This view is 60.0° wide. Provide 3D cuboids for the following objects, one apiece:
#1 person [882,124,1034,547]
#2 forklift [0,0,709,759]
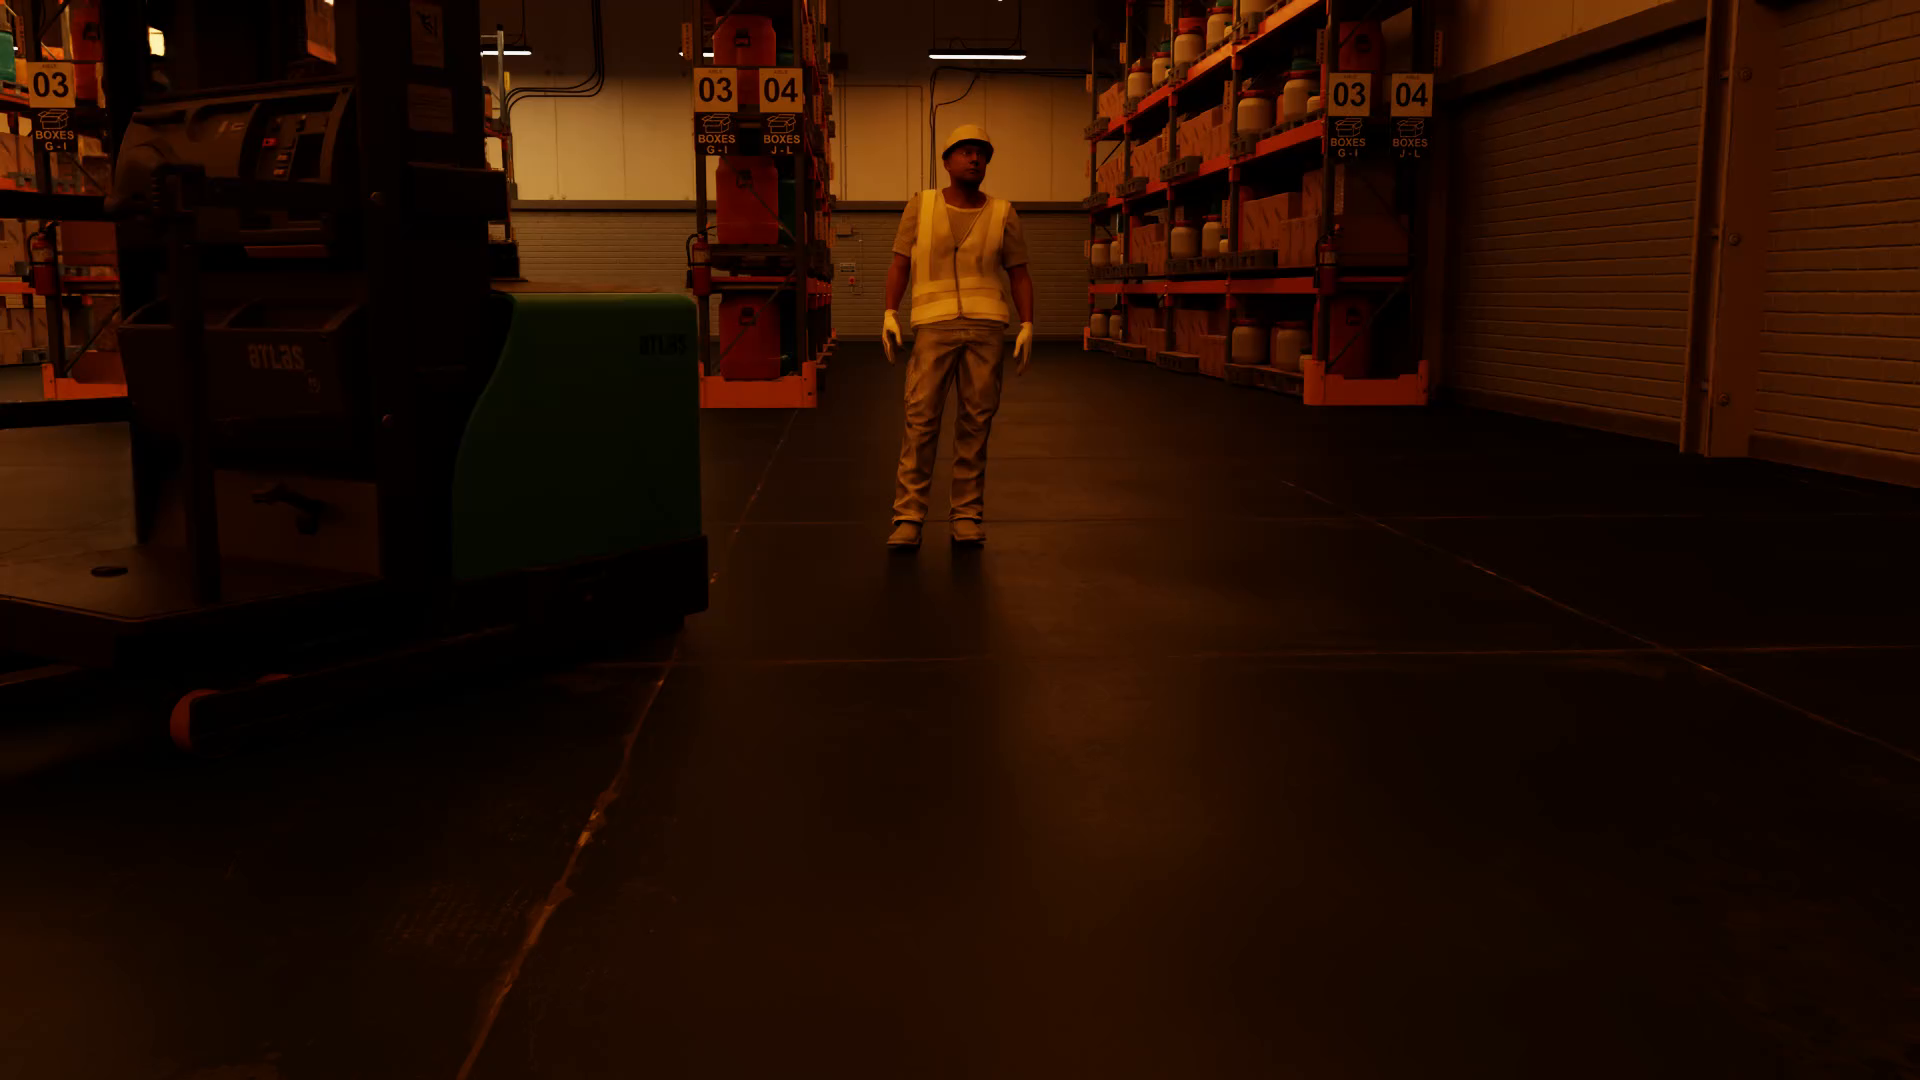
[{"bbox_3d":[-0.004,-0.878,7.107,0.656,1.781,0.577,-1,8,-4],"label":"person"},{"bbox_3d":[-2.023,-1.017,4.179,1.130,2.935,3.031,5,10,32],"label":"forklift"}]
